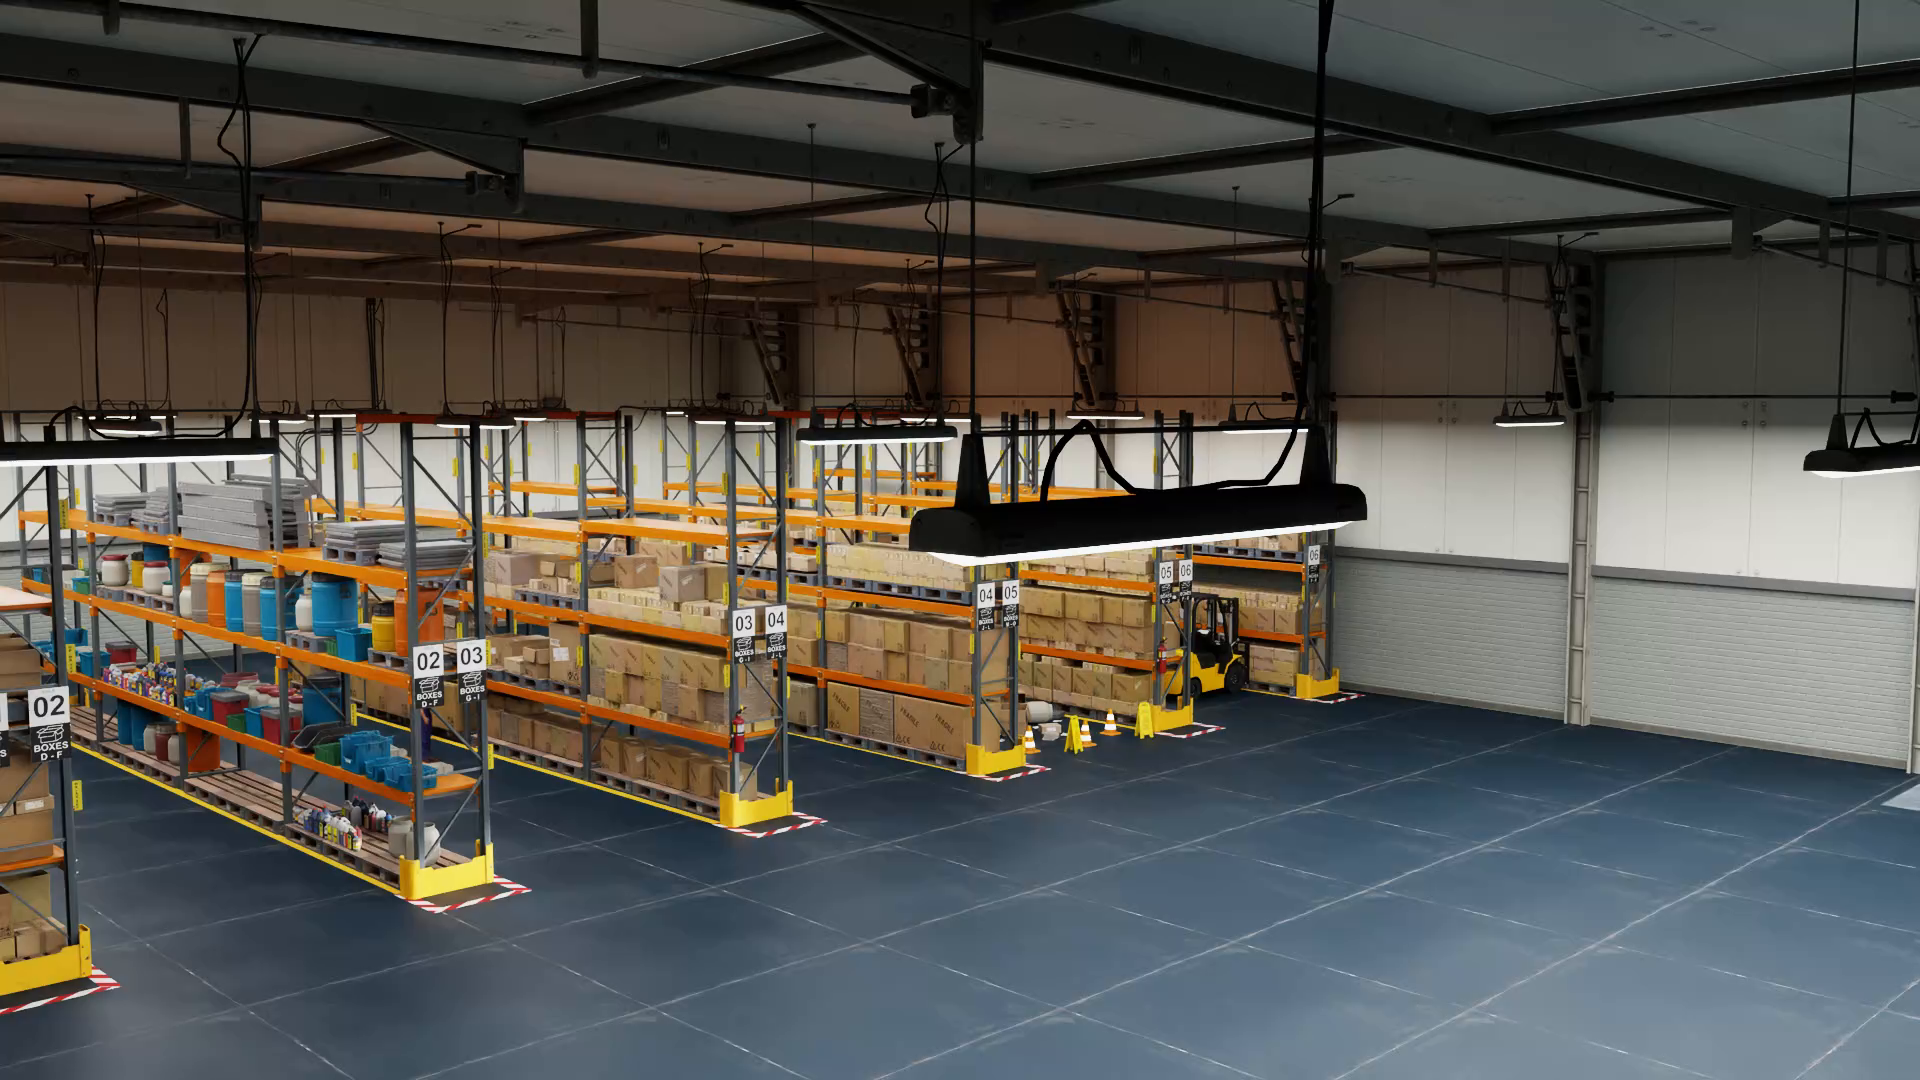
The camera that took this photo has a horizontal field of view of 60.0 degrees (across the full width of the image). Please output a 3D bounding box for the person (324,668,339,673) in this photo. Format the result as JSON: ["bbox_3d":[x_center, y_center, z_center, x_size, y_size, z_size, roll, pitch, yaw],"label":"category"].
[{"bbox_3d":[-11.233,2.956,29.805,0.973,1.594,0.425,5,7,44],"label":"person"}]

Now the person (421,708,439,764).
[{"bbox_3d":[-9.262,3.050,28.745,0.442,1.663,0.536,0,5,-4],"label":"person"}]
